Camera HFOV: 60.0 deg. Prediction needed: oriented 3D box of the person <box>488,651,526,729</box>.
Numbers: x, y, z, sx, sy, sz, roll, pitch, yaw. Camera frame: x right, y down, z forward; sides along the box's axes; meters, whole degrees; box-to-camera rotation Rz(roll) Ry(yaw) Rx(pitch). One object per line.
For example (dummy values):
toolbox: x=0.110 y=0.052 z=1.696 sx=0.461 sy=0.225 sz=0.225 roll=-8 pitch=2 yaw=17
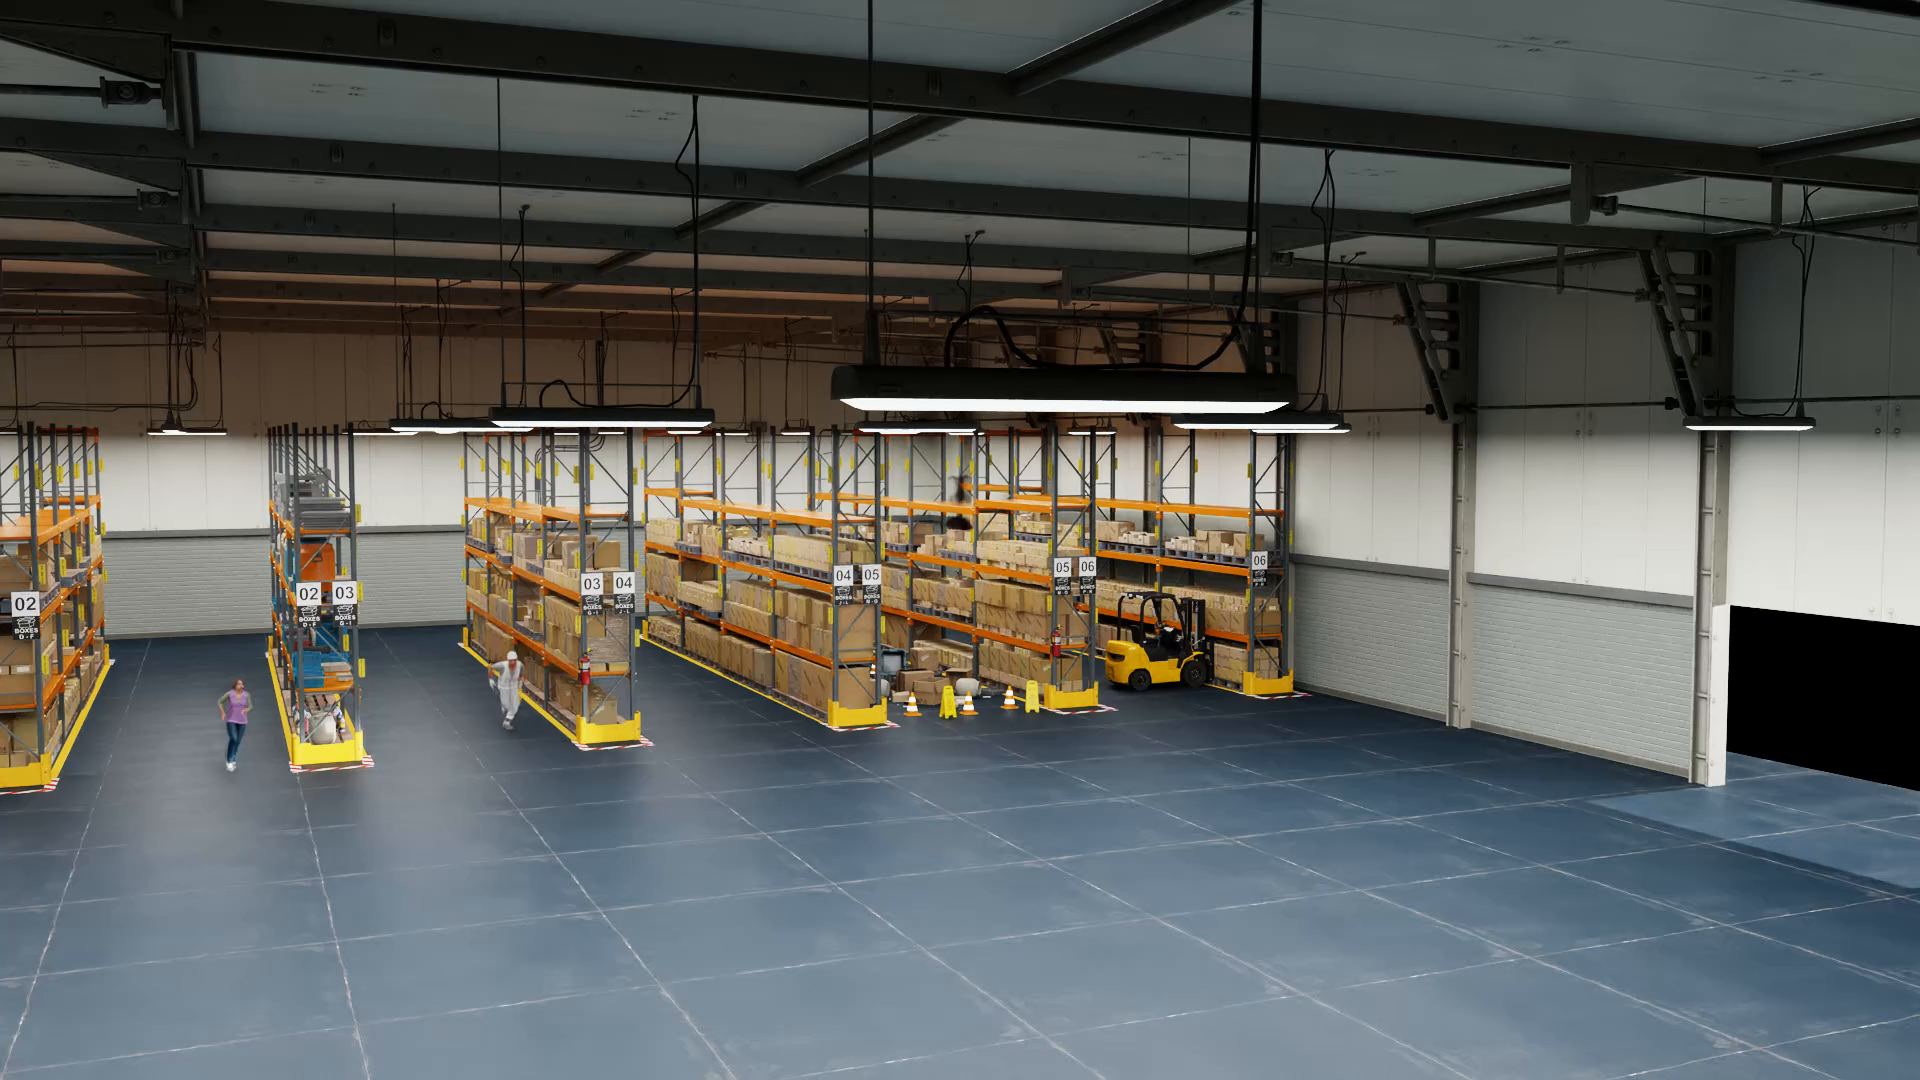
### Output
person: x=-8.849 y=2.946 z=32.525 sx=0.694 sy=1.592 sz=0.824 roll=-2 pitch=4 yaw=-30

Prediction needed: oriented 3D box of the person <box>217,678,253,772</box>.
person: x=-12.529 y=3.188 z=28.792 sx=0.521 sy=1.615 sz=0.687 roll=-3 pitch=4 yaw=-38
